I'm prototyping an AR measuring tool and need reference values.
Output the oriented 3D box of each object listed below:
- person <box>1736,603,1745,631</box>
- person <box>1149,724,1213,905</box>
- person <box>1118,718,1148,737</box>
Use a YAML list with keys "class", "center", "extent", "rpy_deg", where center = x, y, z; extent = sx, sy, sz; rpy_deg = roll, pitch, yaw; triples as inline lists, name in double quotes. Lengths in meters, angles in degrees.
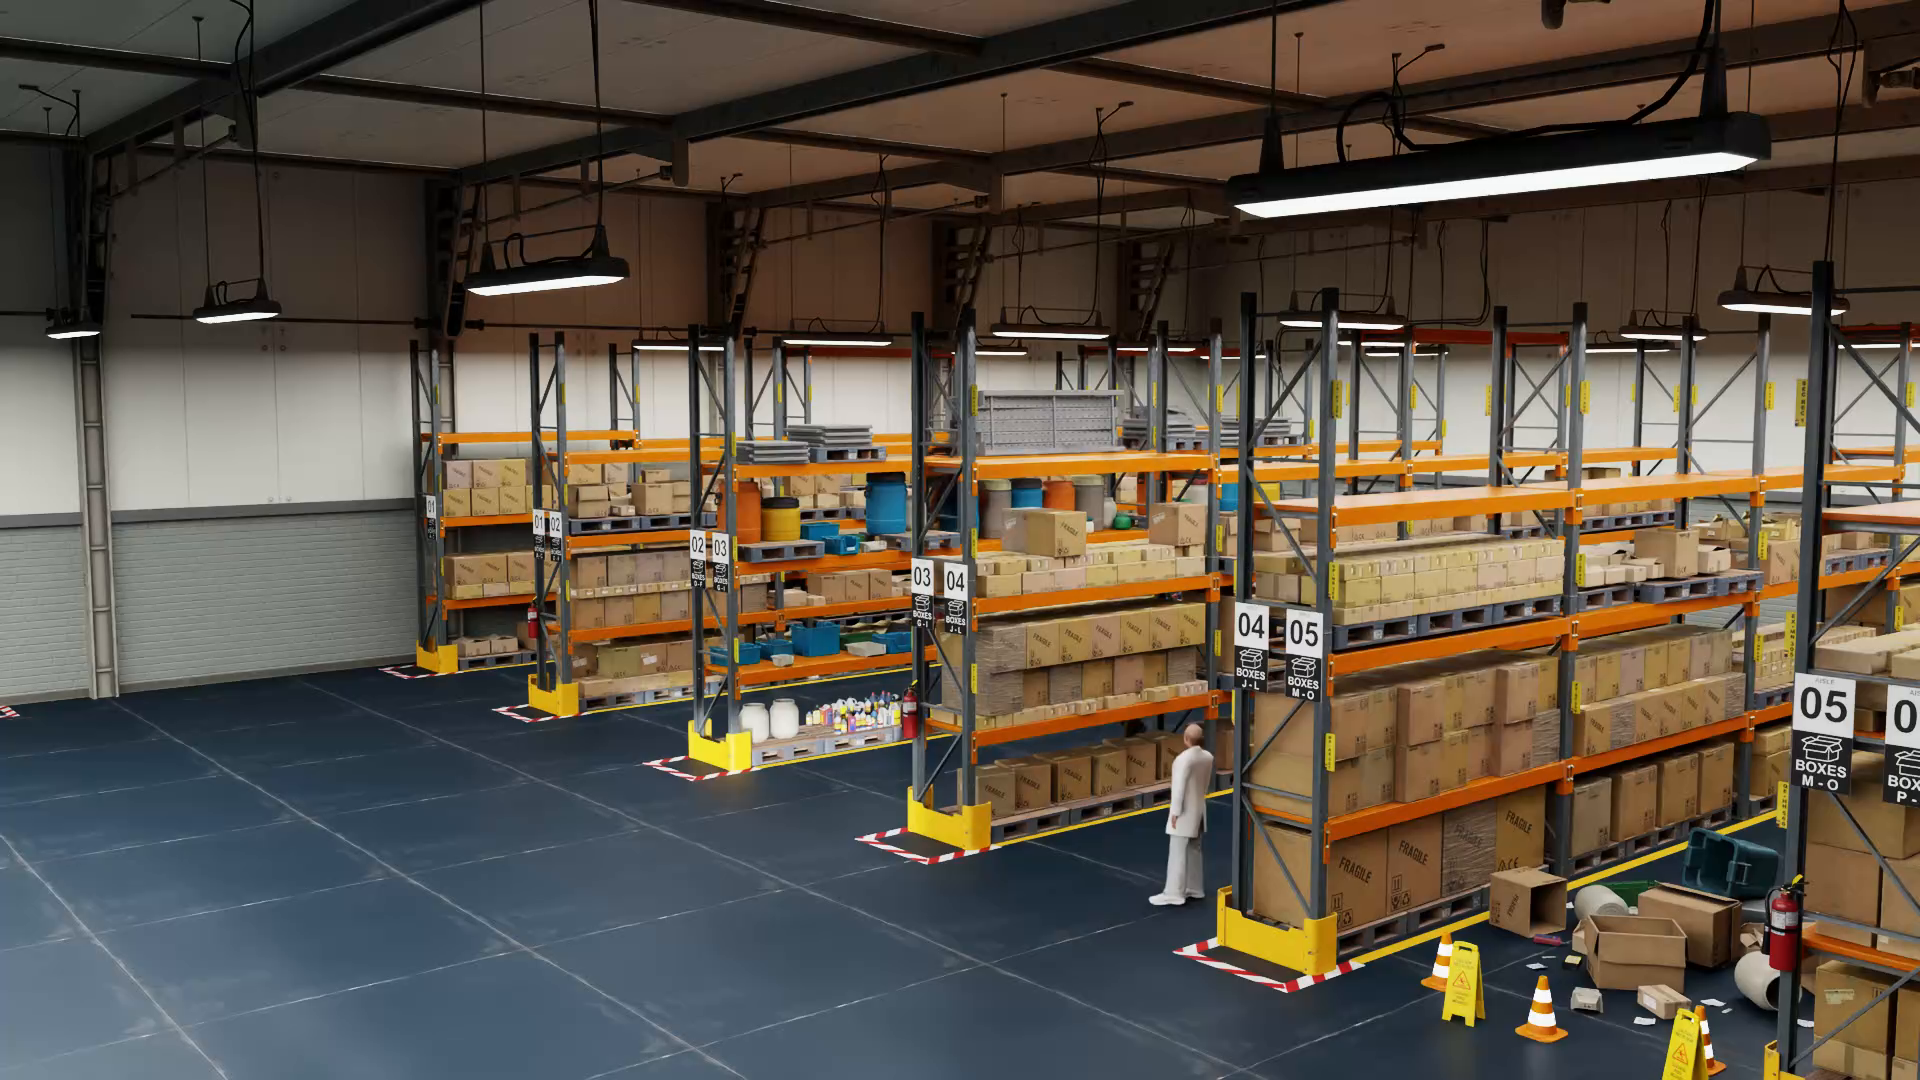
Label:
- class: "person"
  center: [13.370, 1.728, 28.260]
  extent: [0.376, 1.662, 0.550]
  rpy_deg: [4, 7, 40]
- class: "person"
  center: [2.235, 2.733, 16.704]
  extent: [0.471, 1.787, 0.626]
  rpy_deg: [3, 6, 30]
- class: "person"
  center: [2.399, 2.114, 23.506]
  extent: [0.693, 1.765, 0.675]
  rpy_deg: [-4, 7, -39]
